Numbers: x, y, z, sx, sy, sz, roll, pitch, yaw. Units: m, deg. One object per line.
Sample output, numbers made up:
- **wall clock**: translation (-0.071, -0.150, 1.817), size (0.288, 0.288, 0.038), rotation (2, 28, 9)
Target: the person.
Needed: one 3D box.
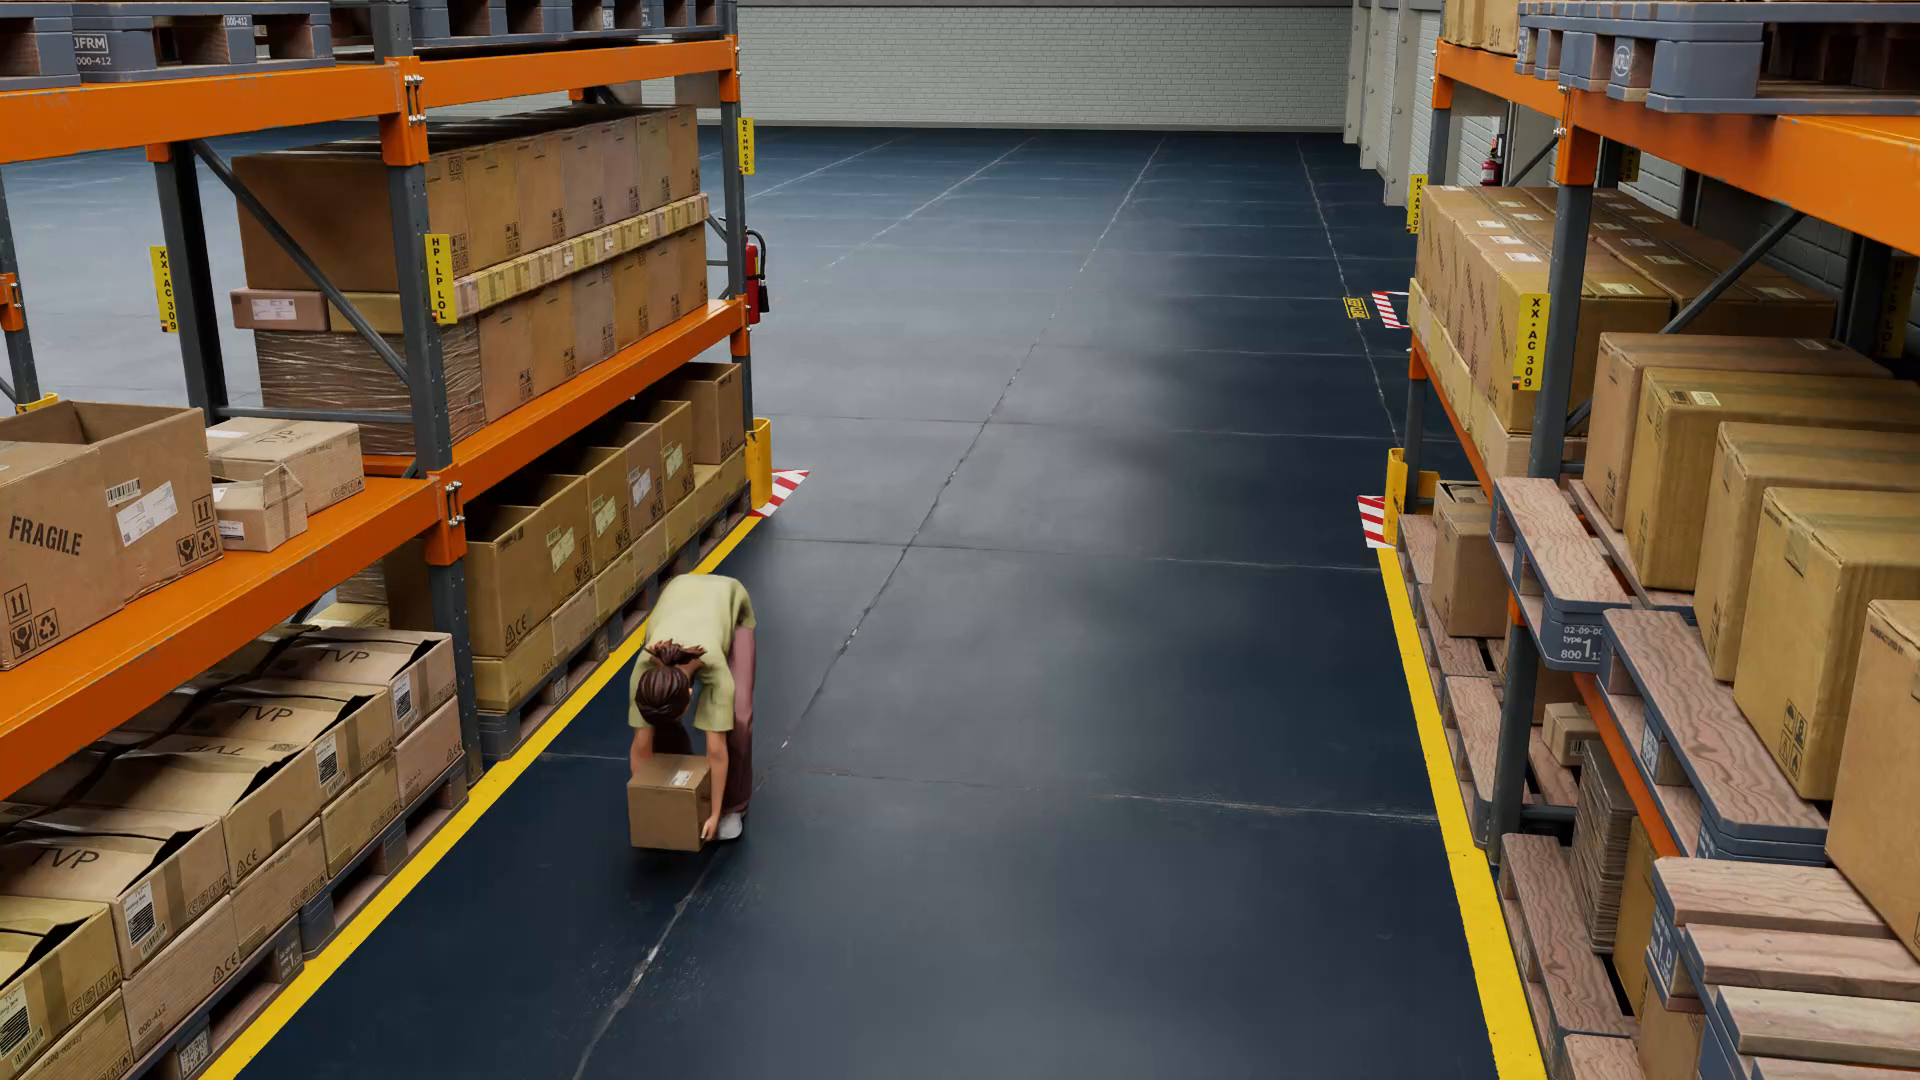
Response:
- **person**: translation (-0.991, 0.671, 6.124), size (0.442, 0.973, 0.860), rotation (2, 18, 6)
